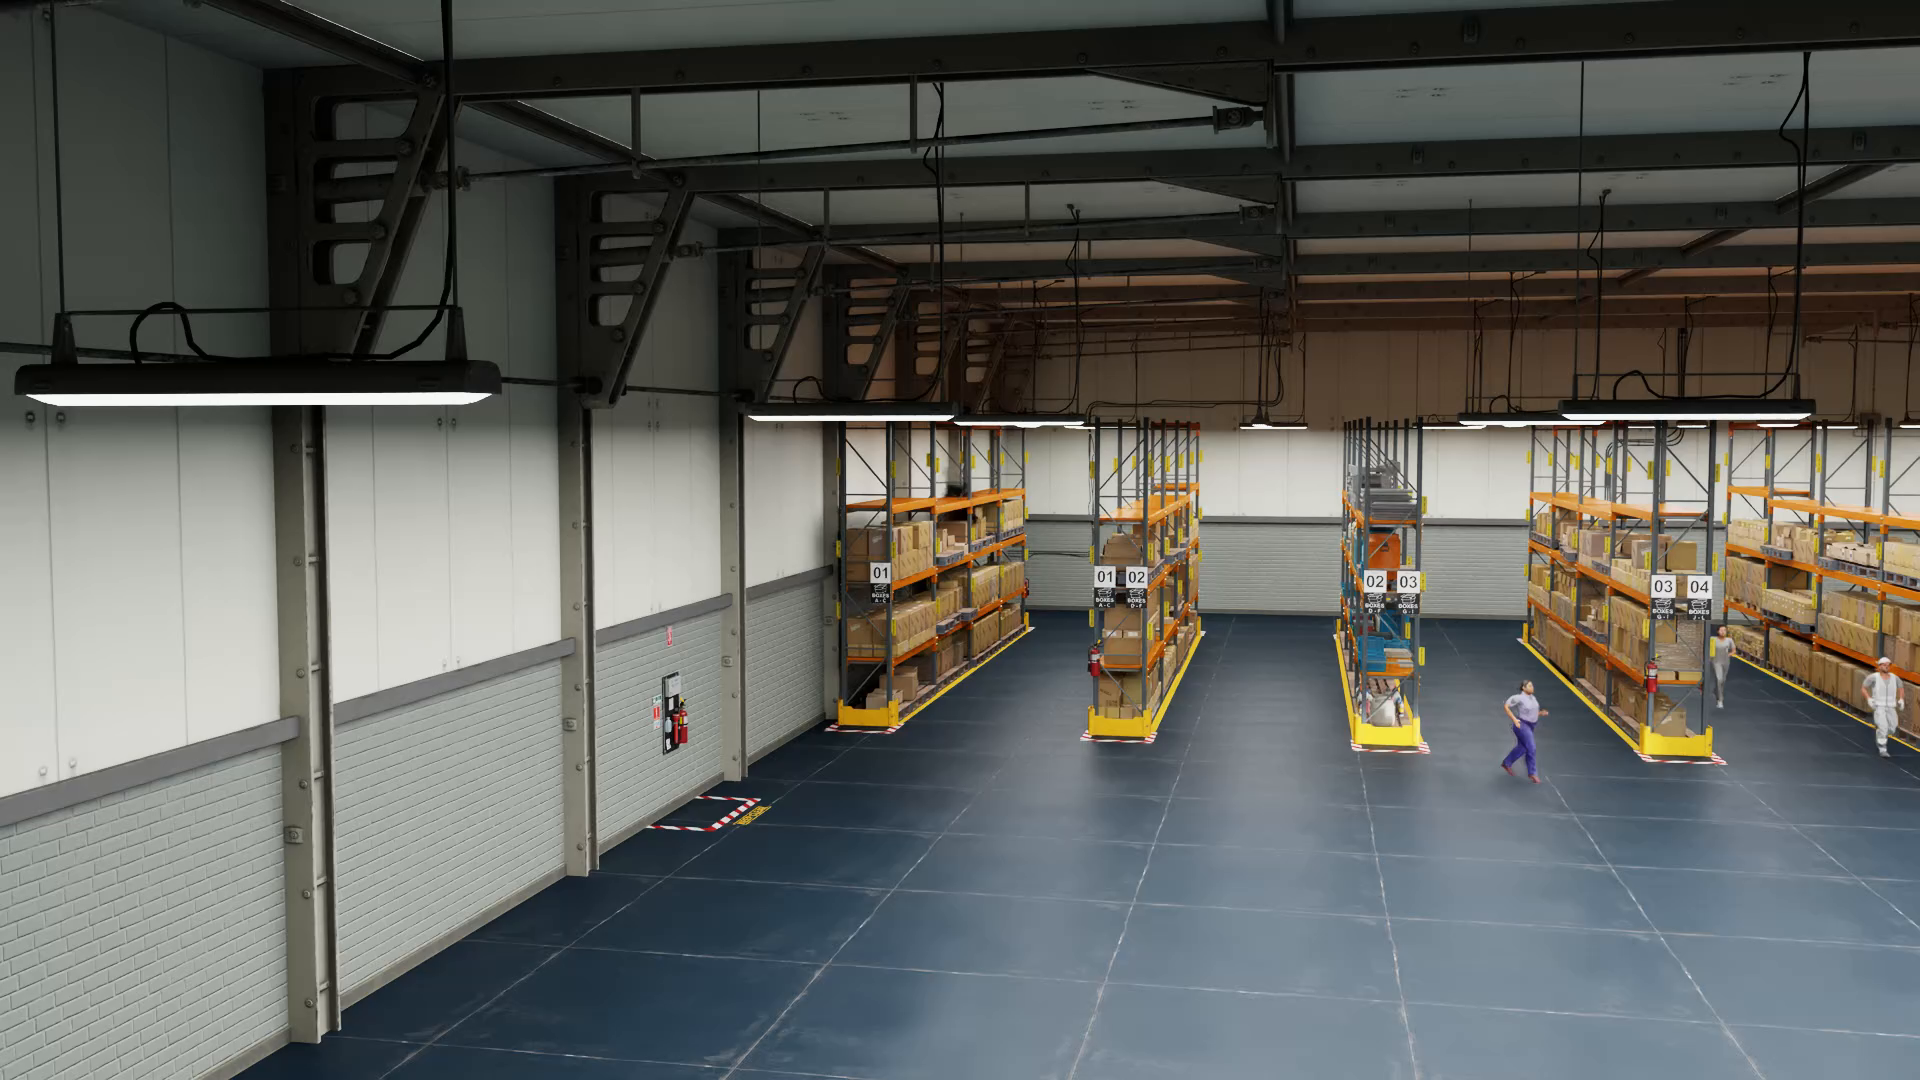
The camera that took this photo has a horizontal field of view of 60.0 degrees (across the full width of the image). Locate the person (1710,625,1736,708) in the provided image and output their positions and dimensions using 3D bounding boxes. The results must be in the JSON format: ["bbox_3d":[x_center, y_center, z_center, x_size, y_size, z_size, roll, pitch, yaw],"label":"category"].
[{"bbox_3d":[15.954,2.623,34.863,0.559,1.703,0.839,0,4,8],"label":"person"}]

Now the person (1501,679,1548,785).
[{"bbox_3d":[9.264,3.131,27.298,0.807,1.704,0.593,4,5,45],"label":"person"}]

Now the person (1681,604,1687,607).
[{"bbox_3d":[18.888,2.058,43.872,0.634,1.705,0.633,2,4,25],"label":"person"}]

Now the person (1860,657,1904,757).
[{"bbox_3d":[16.319,2.937,29.427,0.697,1.747,0.725,1,4,8],"label":"person"}]
